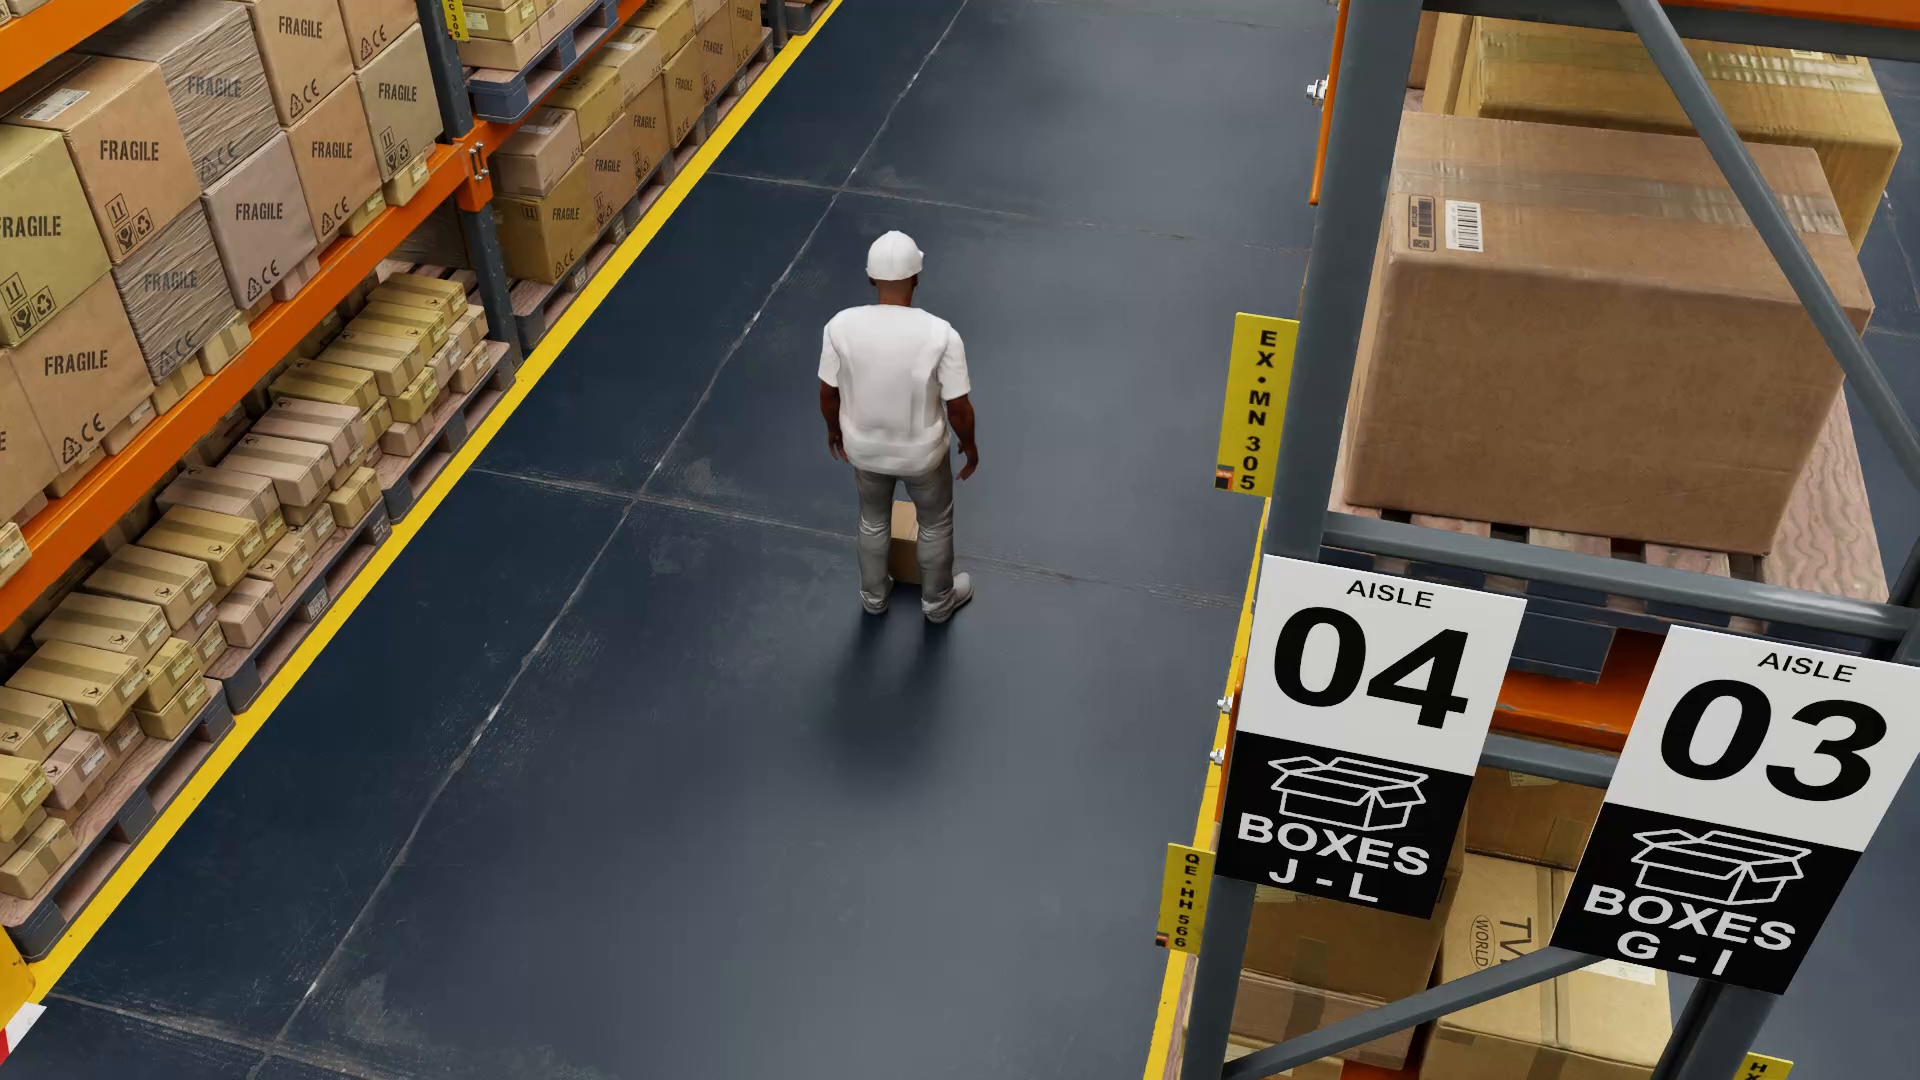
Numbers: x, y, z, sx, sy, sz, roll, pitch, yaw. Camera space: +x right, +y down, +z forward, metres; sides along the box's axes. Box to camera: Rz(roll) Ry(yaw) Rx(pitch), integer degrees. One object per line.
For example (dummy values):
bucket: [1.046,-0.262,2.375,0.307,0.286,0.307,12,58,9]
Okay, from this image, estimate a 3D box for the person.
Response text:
person: [-0.236,-0.406,6.615,0.626,1.760,0.458,9,42,10]
